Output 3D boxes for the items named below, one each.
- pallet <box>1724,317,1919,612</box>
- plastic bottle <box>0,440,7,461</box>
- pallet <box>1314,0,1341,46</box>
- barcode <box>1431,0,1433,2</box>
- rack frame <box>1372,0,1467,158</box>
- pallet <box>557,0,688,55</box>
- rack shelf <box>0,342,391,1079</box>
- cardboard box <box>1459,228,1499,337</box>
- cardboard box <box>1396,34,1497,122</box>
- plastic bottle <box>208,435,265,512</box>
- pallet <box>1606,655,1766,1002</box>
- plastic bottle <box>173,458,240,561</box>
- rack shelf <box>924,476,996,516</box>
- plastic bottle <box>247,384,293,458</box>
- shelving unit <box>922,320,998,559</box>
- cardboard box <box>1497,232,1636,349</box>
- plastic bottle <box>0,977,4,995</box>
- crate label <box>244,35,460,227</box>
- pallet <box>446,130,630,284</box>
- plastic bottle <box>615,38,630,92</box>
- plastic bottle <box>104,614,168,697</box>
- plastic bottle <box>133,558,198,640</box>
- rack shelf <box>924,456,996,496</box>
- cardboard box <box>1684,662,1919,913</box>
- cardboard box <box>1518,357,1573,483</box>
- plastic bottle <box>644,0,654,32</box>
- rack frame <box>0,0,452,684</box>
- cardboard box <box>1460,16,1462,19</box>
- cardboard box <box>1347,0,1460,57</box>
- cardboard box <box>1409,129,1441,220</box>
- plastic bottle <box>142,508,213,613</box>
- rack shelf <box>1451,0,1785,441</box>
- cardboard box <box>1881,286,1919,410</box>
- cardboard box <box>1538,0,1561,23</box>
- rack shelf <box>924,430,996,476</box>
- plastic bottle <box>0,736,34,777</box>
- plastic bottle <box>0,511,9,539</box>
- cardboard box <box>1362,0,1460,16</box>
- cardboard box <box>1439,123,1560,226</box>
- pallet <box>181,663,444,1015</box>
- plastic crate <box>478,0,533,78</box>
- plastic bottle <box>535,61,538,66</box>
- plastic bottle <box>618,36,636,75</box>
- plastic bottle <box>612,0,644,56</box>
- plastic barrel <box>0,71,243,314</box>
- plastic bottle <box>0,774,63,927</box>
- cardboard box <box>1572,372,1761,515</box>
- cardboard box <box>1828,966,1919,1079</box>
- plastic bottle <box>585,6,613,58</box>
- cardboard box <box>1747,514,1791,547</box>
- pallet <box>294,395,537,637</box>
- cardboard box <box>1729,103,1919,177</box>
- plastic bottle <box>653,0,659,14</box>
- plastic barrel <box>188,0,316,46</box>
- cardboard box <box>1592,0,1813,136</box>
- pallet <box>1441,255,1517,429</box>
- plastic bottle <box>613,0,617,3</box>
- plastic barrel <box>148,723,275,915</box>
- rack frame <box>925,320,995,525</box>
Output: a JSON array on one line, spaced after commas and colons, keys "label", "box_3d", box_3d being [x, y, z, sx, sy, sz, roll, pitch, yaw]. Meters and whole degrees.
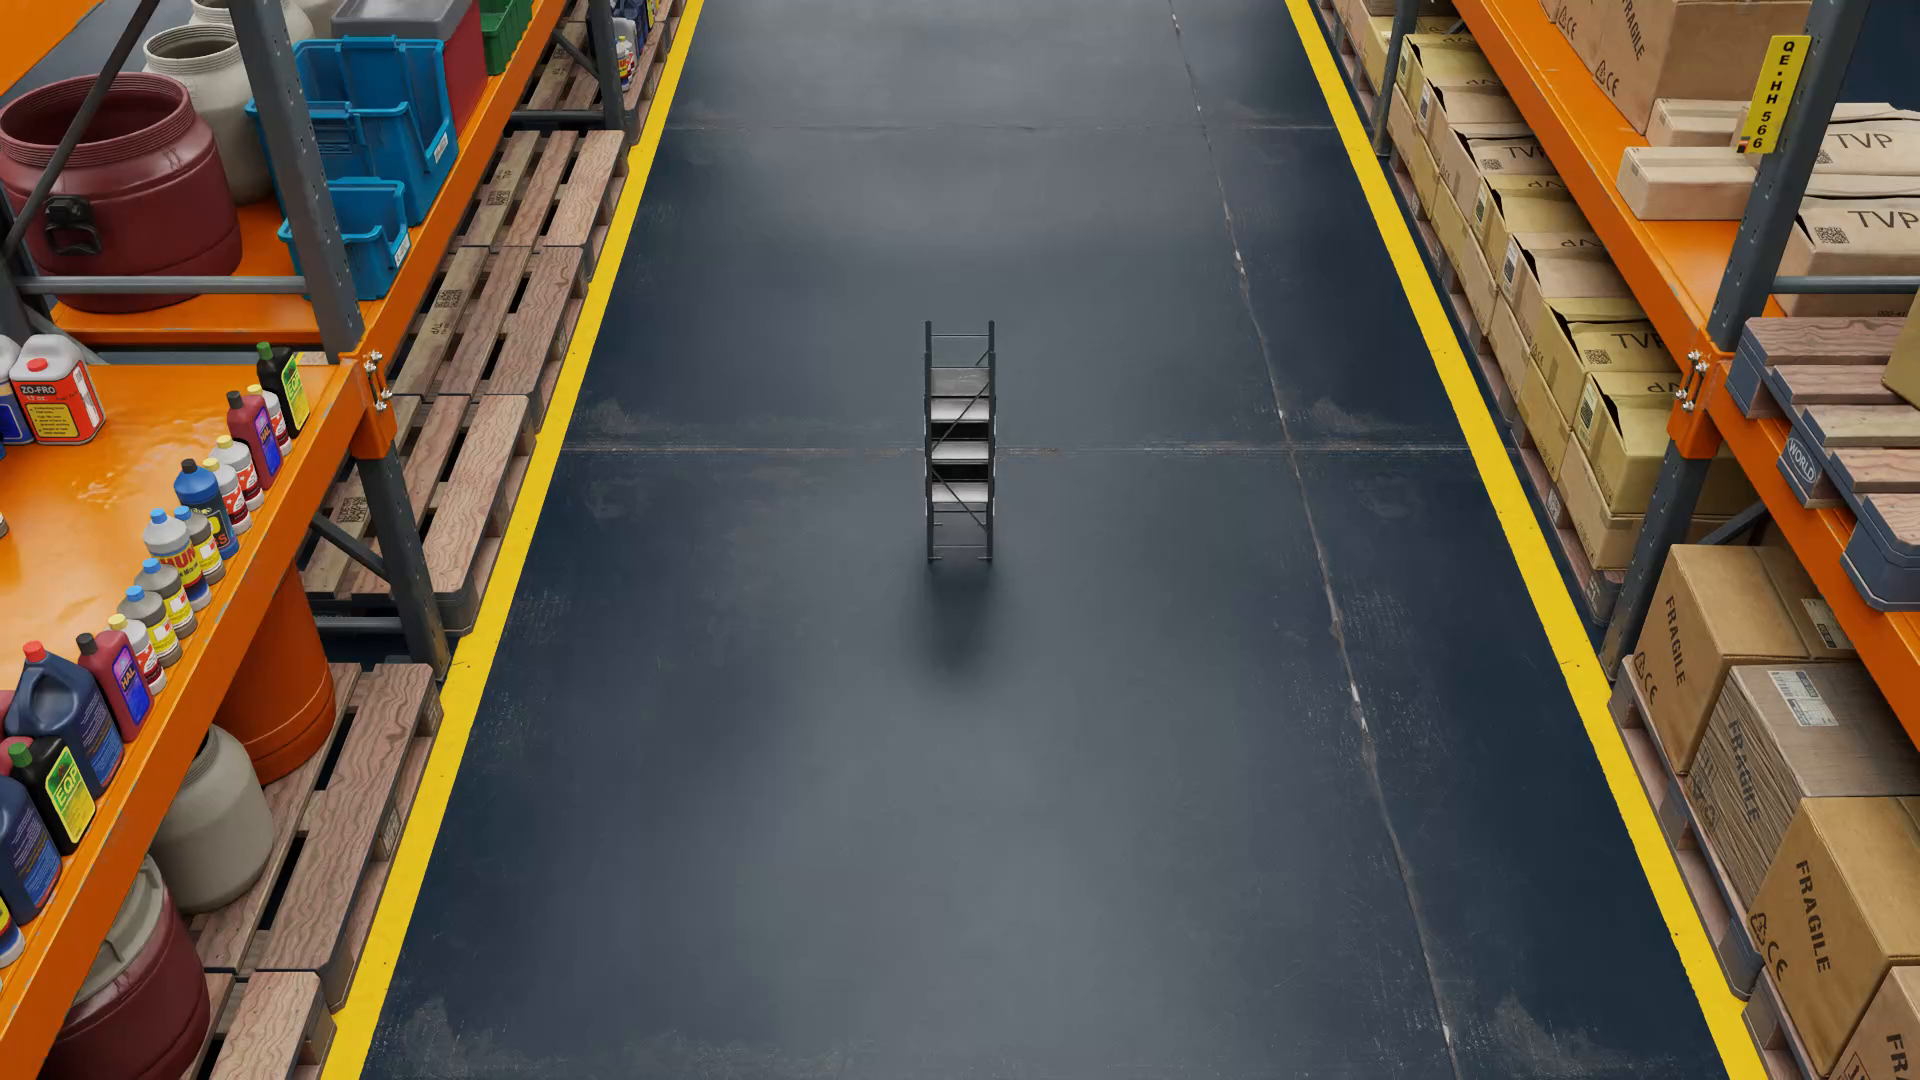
[{"label": "pallet", "box_3d": [2.771, -0.224, 4.284, 1.213, 0.211, 1.003, 0, 39, 0]}, {"label": "plastic bottle", "box_3d": [-2.603, -0.328, 4.363, 0.097, 0.271, 0.097, 0, 39, 0]}, {"label": "pallet", "box_3d": [2.732, -3.398, 10.322, 1.003, 0.211, 1.213, 0, 39, 0]}, {"label": "barcode", "box_3d": [2.279, -2.635, 8.019, 0.001, 0.075, 0.075, 0, 39, 0]}, {"label": "rack frame", "box_3d": [2.695, -3.224, 7.874, 1.000, 3.000, 0.127, 0, 39, 0]}, {"label": "pallet", "box_3d": [-2.221, -3.320, 10.224, 1.003, 0.211, 1.213, 0, 39, 0]}, {"label": "rack shelf", "box_3d": [-2.251, 0.810, 3.416, 1.077, 0.370, 4.000, 0, 39, 0]}, {"label": "cardboard box", "box_3d": [2.450, -1.101, 7.088, 0.500, 0.250, 0.500, 1, 39, 1]}, {"label": "cardboard box", "box_3d": [2.447, -2.275, 8.105, 0.500, 0.311, 0.500, 0, 39, 0]}, {"label": "plastic bottle", "box_3d": [-1.844, -0.175, 4.228, 0.097, 0.201, 0.097, 0, 39, 0]}, {"label": "pallet", "box_3d": [2.663, 0.832, 5.043, 1.003, 0.211, 1.213, 0, 39, 0]}, {"label": "plastic bottle", "box_3d": [-1.844, -0.080, 4.054, 0.097, 0.271, 0.097, 0, 39, 0]}, {"label": "rack shelf", "box_3d": [0.000, -0.180, 6.096, 0.258, 0.077, 0.200, 0, 39, 0]}, {"label": "plastic bottle", "box_3d": [-1.844, -0.319, 4.408, 0.097, 0.201, 0.097, 0, 39, 0]}, {"label": "shelving unit", "box_3d": [0.000, -0.346, 5.962, 0.258, 0.900, 0.210, 0, 39, 0]}, {"label": "cardboard box", "box_3d": [2.448, -1.000, 6.514, 0.500, 0.311, 0.500, 0, 39, 0]}, {"label": "plastic bottle", "box_3d": [-1.842, 0.744, 3.026, 0.097, 0.271, 0.097, 0, 39, 0]}, {"label": "crate label", "box_3d": [-1.984, -1.357, 5.516, 0.502, 0.435, 0.616, 0, 39, 0]}, {"label": "pallet", "box_3d": [-2.218, -1.644, 8.132, 1.003, 0.211, 1.213, 0, 39, 0]}, {"label": "plastic bottle", "box_3d": [-1.820, -2.529, 8.838, 0.097, 0.271, 0.097, 0, 39, 0]}, {"label": "plastic bottle", "box_3d": [-1.843, 0.251, 3.697, 0.097, 0.201, 0.097, 0, 39, 0]}, {"label": "plastic bottle", "box_3d": [-1.844, 0.130, 3.848, 0.097, 0.201, 0.097, 0, 39, 0]}, {"label": "rack shelf", "box_3d": [0.000, -0.250, 6.039, 0.258, 0.077, 0.200, 0, 39, 0]}, {"label": "cardboard box", "box_3d": [2.421, 0.693, 4.633, 0.500, 0.500, 0.500, -1, 39, -2]}, {"label": "cardboard box", "box_3d": [2.451, -0.465, 6.294, 0.500, 0.250, 0.500, 0, 39, -1]}, {"label": "plastic bottle", "box_3d": [-1.803, -3.061, 9.491, 0.061, 0.283, 0.133, 2, 39, 2]}, {"label": "rack frame", "box_3d": [-2.253, -0.721, 4.752, 1.000, 3.000, 0.127, 0, 39, 0]}, {"label": "cardboard box", "box_3d": [3.002, -2.918, 9.355, 0.500, 0.250, 0.500, 0, 39, 0]}, {"label": "cardboard box", "box_3d": [2.485, -2.917, 9.355, 0.500, 0.250, 0.500, 0, 39, 0]}, {"label": "cardboard box", "box_3d": [2.447, -1.743, 7.889, 0.500, 0.250, 0.500, 1, 39, 1]}, {"label": "plastic bottle", "box_3d": [-1.844, 0.041, 3.903, 0.097, 0.271, 0.097, 0, 39, 0]}, {"label": "rack shelf", "box_3d": [2.698, -1.693, 6.539, 1.077, 0.370, 4.000, 0, 39, 0]}, {"label": "cardboard box", "box_3d": [2.813, -0.532, 4.099, 0.700, 0.500, 0.500, -12, 40, -15]}, {"label": "cardboard box", "box_3d": [2.680, -2.453, 6.833, 0.500, 0.500, 0.500, 3, 39, 3]}, {"label": "rack shelf", "box_3d": [0.000, -0.320, 5.983, 0.258, 0.077, 0.200, 0, 39, 0]}, {"label": "plastic bottle", "box_3d": [-1.886, 0.491, 3.332, 0.061, 0.283, 0.133, 0, 39, 0]}, {"label": "plastic bottle", "box_3d": [-2.451, -0.095, 4.129, 0.097, 0.201, 0.097, 0, 39, 0]}, {"label": "cardboard box", "box_3d": [2.487, -3.210, 9.120, 0.500, 0.500, 0.500, 0, 39, 0]}, {"label": "cardboard box", "box_3d": [2.444, -1.638, 7.310, 0.500, 0.311, 0.500, -1, 39, -2]}, {"label": "pallet", "box_3d": [-2.211, 0.860, 5.008, 1.003, 0.211, 1.213, 0, 39, 0]}, {"label": "plastic crate", "box_3d": [-1.974, -2.051, 6.580, 0.450, 0.188, 0.662, 0, 39, 0]}, {"label": "plastic bottle", "box_3d": [-2.403, -2.763, 9.066, 0.144, 0.351, 0.185, 0, 39, 0]}, {"label": "plastic bottle", "box_3d": [-1.820, -2.629, 9.018, 0.097, 0.201, 0.097, 0, 39, 0]}, {"label": "plastic bottle", "box_3d": [-1.844, -2.866, 9.194, 0.144, 0.351, 0.185, 1, 39, 1]}, {"label": "plastic barrel", "box_3d": [-2.557, -1.064, 5.071, 0.600, 0.536, 0.708, 0, 39, 0]}, {"label": "plastic bottle", "box_3d": [-1.866, 0.564, 3.187, 0.144, 0.351, 0.185, 0, 39, 0]}, {"label": "cardboard box", "box_3d": [2.453, -0.360, 5.715, 0.500, 0.311, 0.500, 1, 39, 1]}, {"label": "cardboard box", "box_3d": [2.422, 1.333, 3.835, 0.500, 0.500, 0.500, -1, 39, -2]}, {"label": "plastic bottle", "box_3d": [-1.988, -2.866, 9.194, 0.144, 0.351, 0.185, 0, 39, 0]}, {"label": "cardboard box", "box_3d": [2.993, -0.141, 5.891, 0.500, 0.250, 0.500, 0, 39, 0]}, {"label": "pallet", "box_3d": [-2.216, -0.118, 6.228, 1.003, 0.211, 1.213, 0, 39, 0]}, {"label": "cardboard box", "box_3d": [2.893, -1.247, 5.479, 0.500, 0.311, 0.500, 0, 39, -1]}, {"label": "plastic bottle", "box_3d": [-1.845, -3.250, 9.673, 0.144, 0.351, 0.185, 0, 39, 0]}, {"label": "plastic barrel", "box_3d": [-2.469, -1.672, 5.848, 0.421, 0.512, 0.421, 0, 39, 0]}, {"label": "cardboard box", "box_3d": [2.682, -1.811, 6.031, 0.500, 0.500, 0.500, -2, 39, -2]}, {"label": "pallet", "box_3d": [2.739, -0.910, 7.217, 1.003, 0.211, 1.213, 0, 39, 0]}, {"label": "plastic bottle", "box_3d": [-1.993, -3.205, 9.677, 0.152, 0.276, 0.135, 0, 39, 0]}, {"label": "plastic barrel", "box_3d": [-2.146, 0.744, 4.576, 0.421, 0.512, 0.421, 0, 39, 0]}, {"label": "rack frame", "box_3d": [0.000, -0.410, 6.042, 0.240, 0.900, 0.006, 0, 39, 0]}]
